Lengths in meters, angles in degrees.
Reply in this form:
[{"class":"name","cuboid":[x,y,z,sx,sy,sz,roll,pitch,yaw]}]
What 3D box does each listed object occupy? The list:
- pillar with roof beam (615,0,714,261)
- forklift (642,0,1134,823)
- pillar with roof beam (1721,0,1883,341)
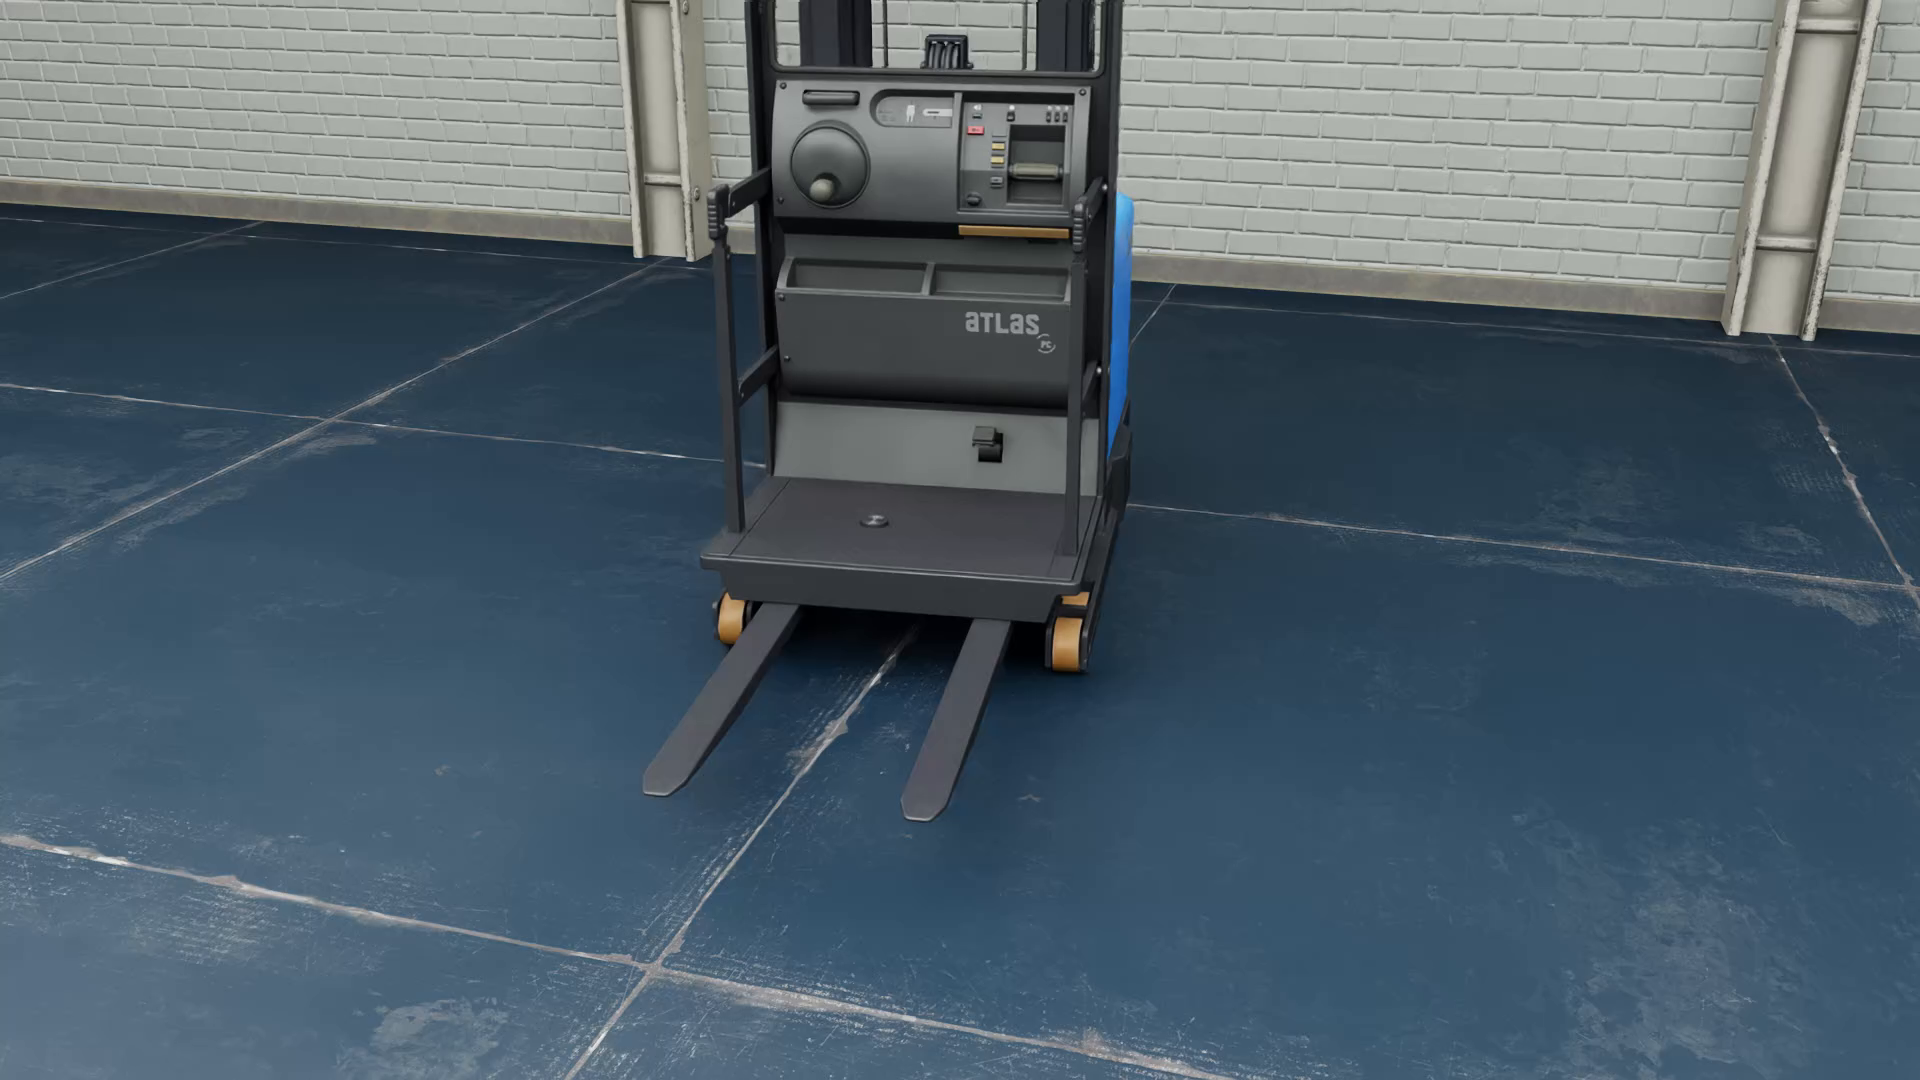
[{"class":"pillar with roof beam","cuboid":[-2.946,-4.310,4.419,0.400,9.000,9.100,7,23,16]},{"class":"forklift","cuboid":[-0.124,-1.118,4.632,1.130,2.935,3.031,4,23,9]},{"class":"pillar with roof beam","cuboid":[2.799,-3.652,2.816,0.400,9.000,9.100,7,23,16]}]
